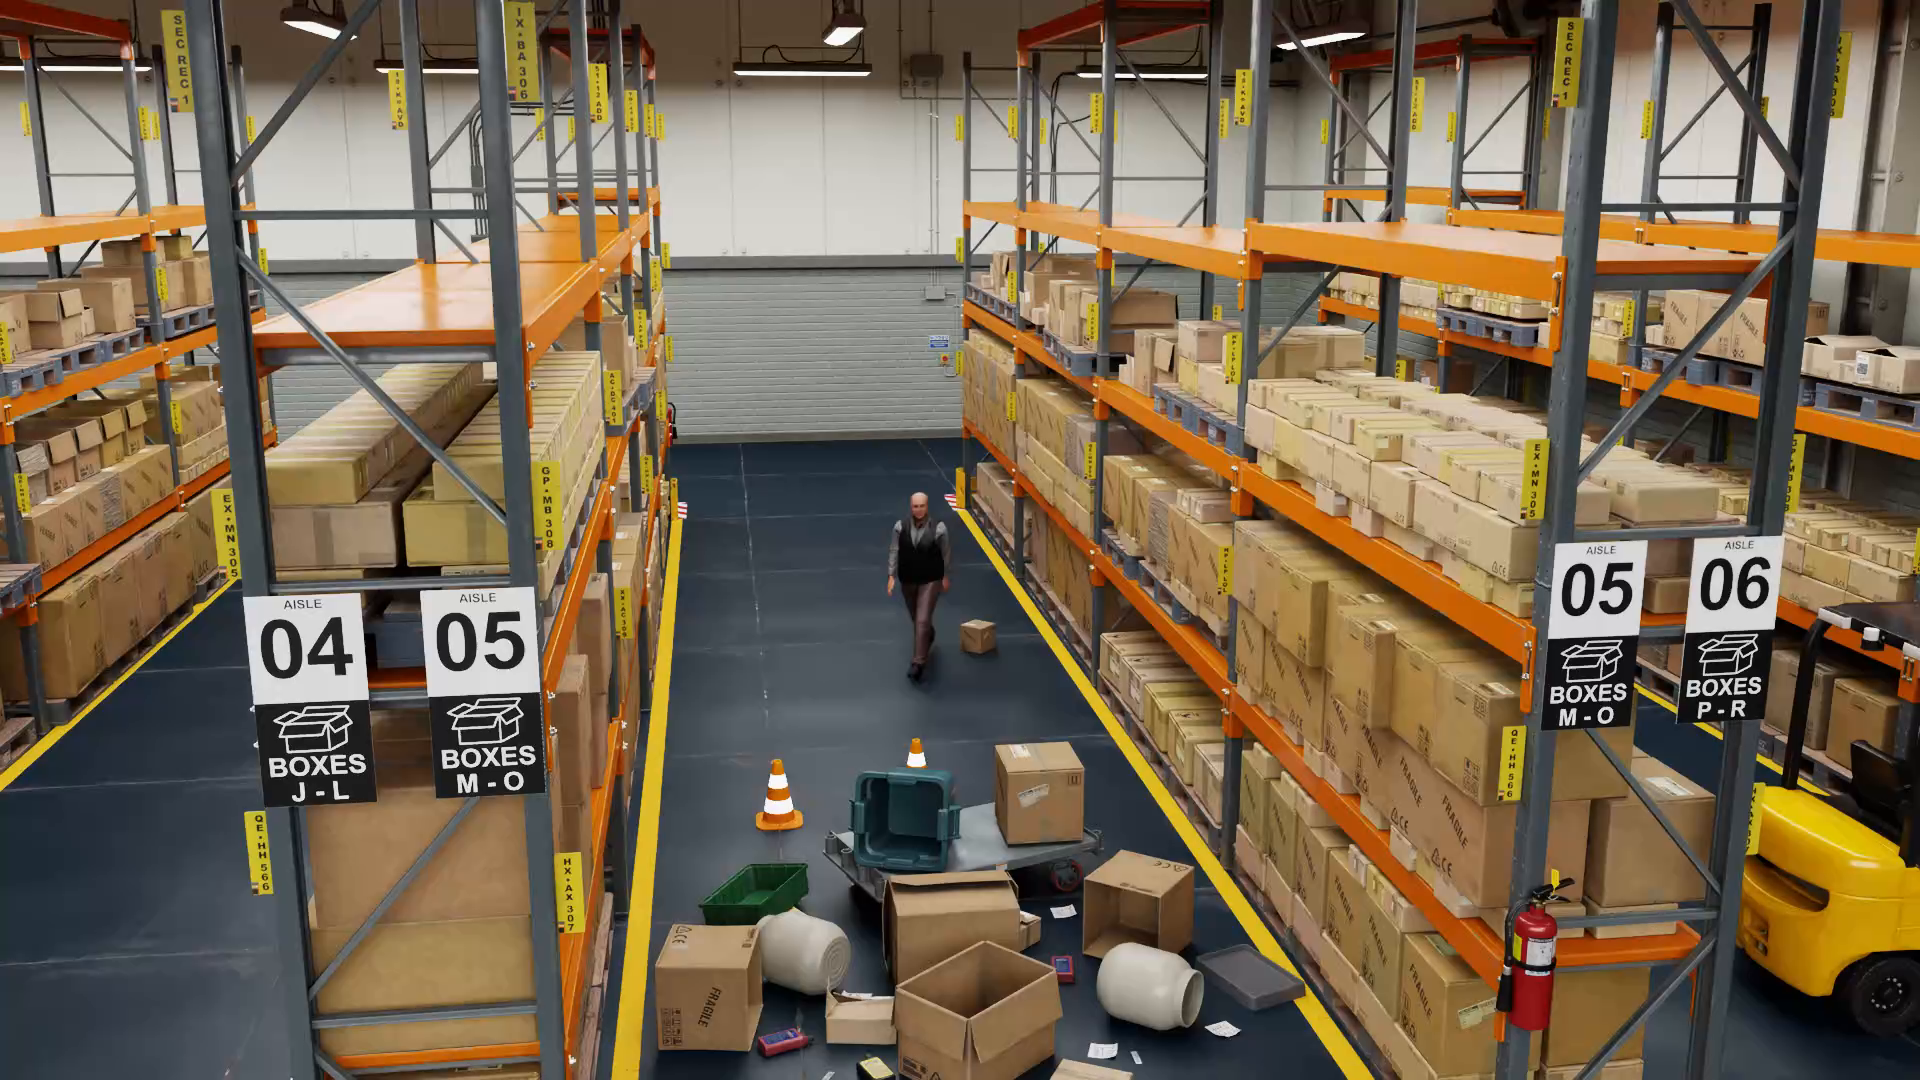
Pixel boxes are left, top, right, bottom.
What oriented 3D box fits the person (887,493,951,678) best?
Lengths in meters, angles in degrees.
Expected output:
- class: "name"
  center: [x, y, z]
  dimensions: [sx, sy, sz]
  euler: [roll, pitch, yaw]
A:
- class: "person"
  center: [-0.371, 0.368, 15.467]
  dimensions: [0.547, 1.669, 1.099]
  euler: [5, 14, 19]
